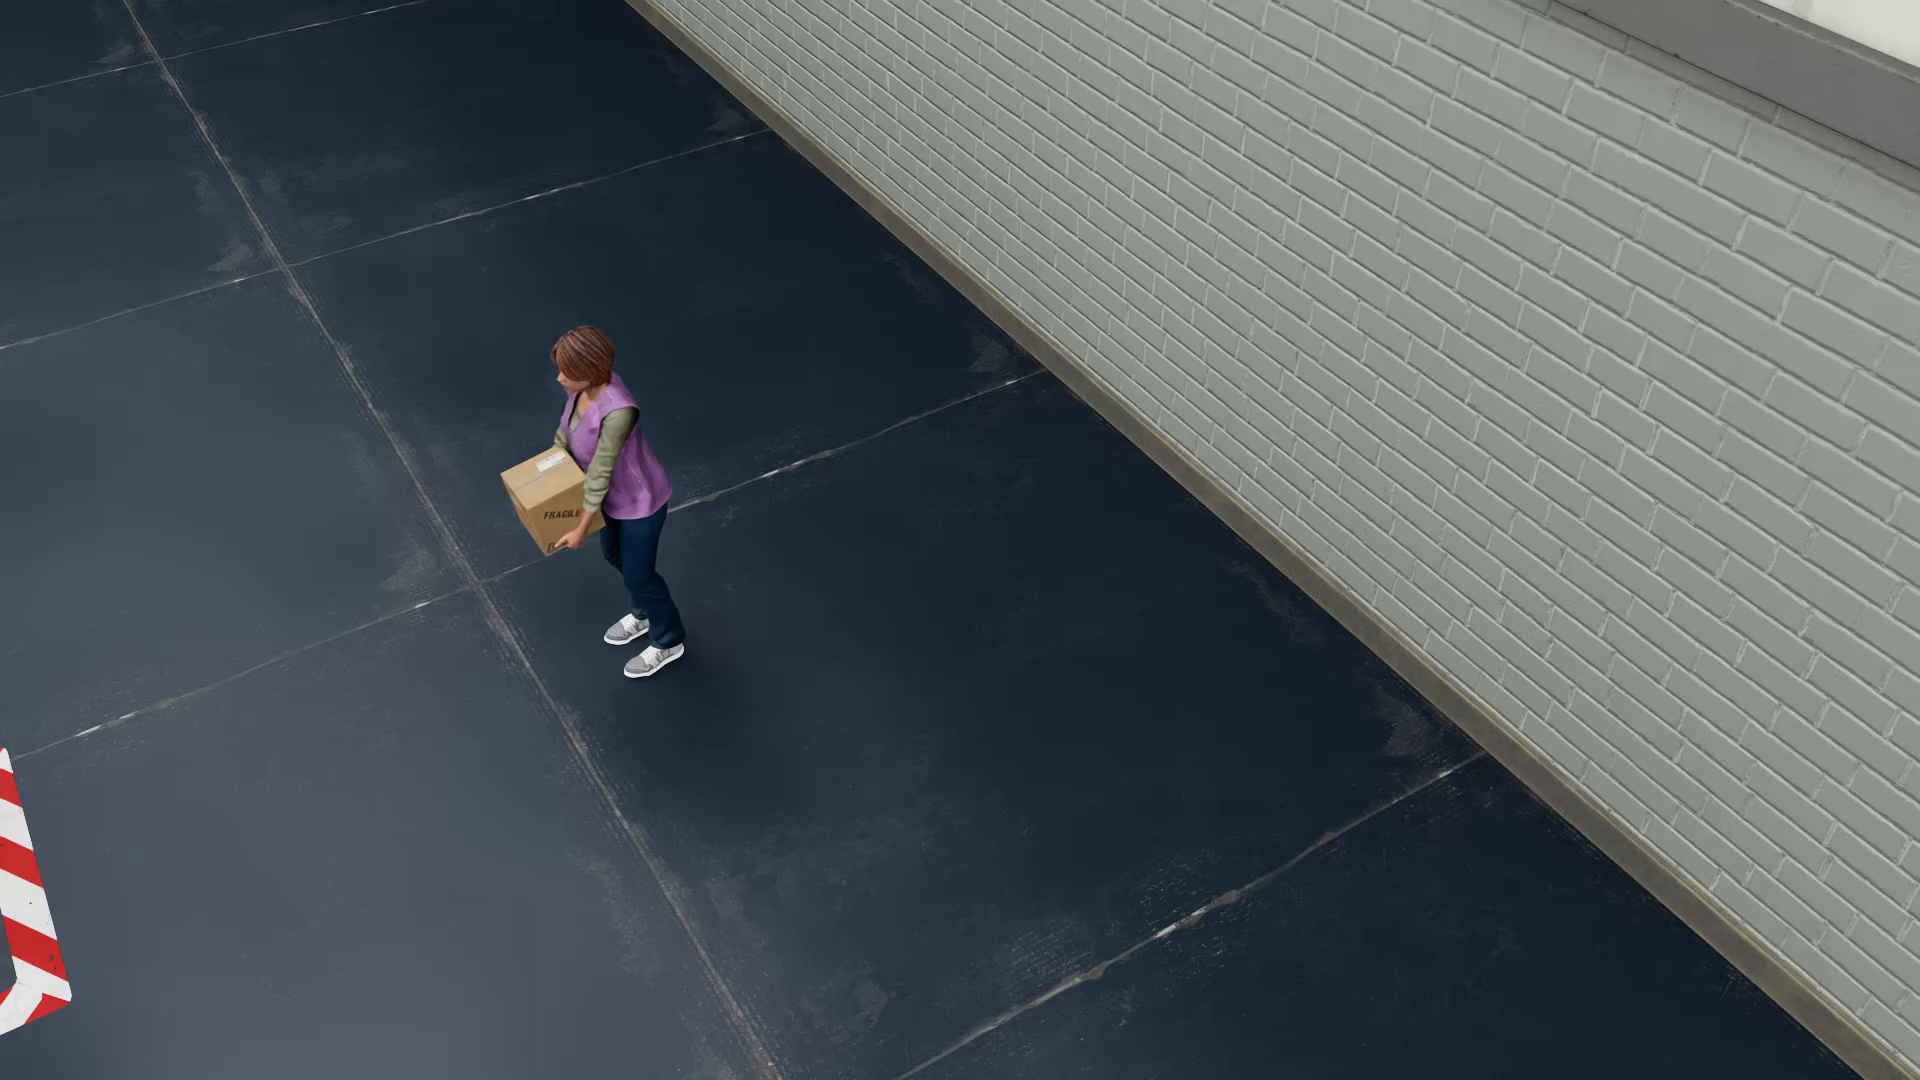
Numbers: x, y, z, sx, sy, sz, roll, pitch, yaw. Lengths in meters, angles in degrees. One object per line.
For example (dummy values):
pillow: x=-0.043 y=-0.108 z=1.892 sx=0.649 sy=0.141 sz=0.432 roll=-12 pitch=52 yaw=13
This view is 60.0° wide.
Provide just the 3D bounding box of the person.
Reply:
person: x=-5.126 y=-2.975 z=8.339 sx=3.070 sy=3.199 sz=10.212 roll=-24 pitch=47 yaw=-24
